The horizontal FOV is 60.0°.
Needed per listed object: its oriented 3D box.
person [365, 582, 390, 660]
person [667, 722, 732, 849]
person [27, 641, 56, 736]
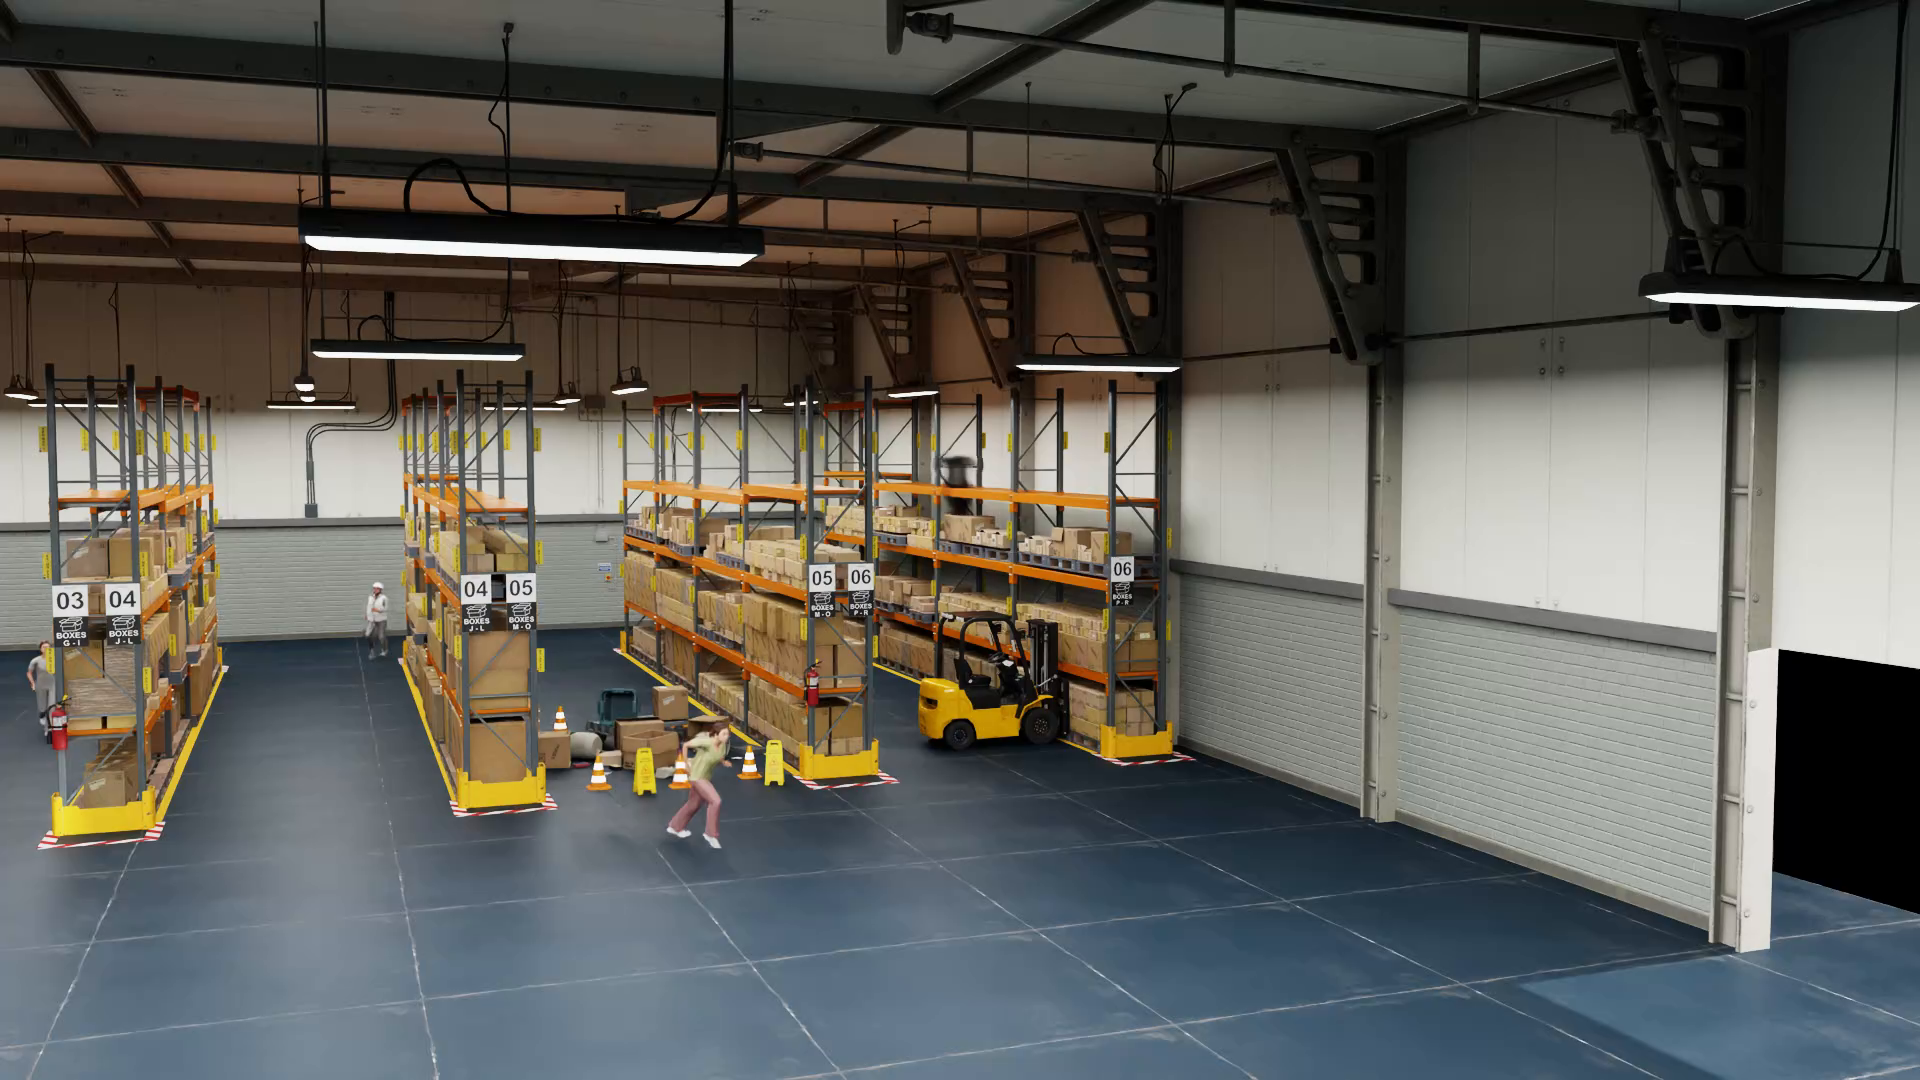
[{"bbox_3d":[-13.479,1.878,38.401,0.644,1.800,0.720,0,3,5],"label":"person"},{"bbox_3d":[-3.258,3.035,20.628,0.945,1.612,0.617,2,4,27],"label":"person"},{"bbox_3d":[-15.659,2.531,28.506,0.573,1.622,0.694,-2,4,-34],"label":"person"}]
